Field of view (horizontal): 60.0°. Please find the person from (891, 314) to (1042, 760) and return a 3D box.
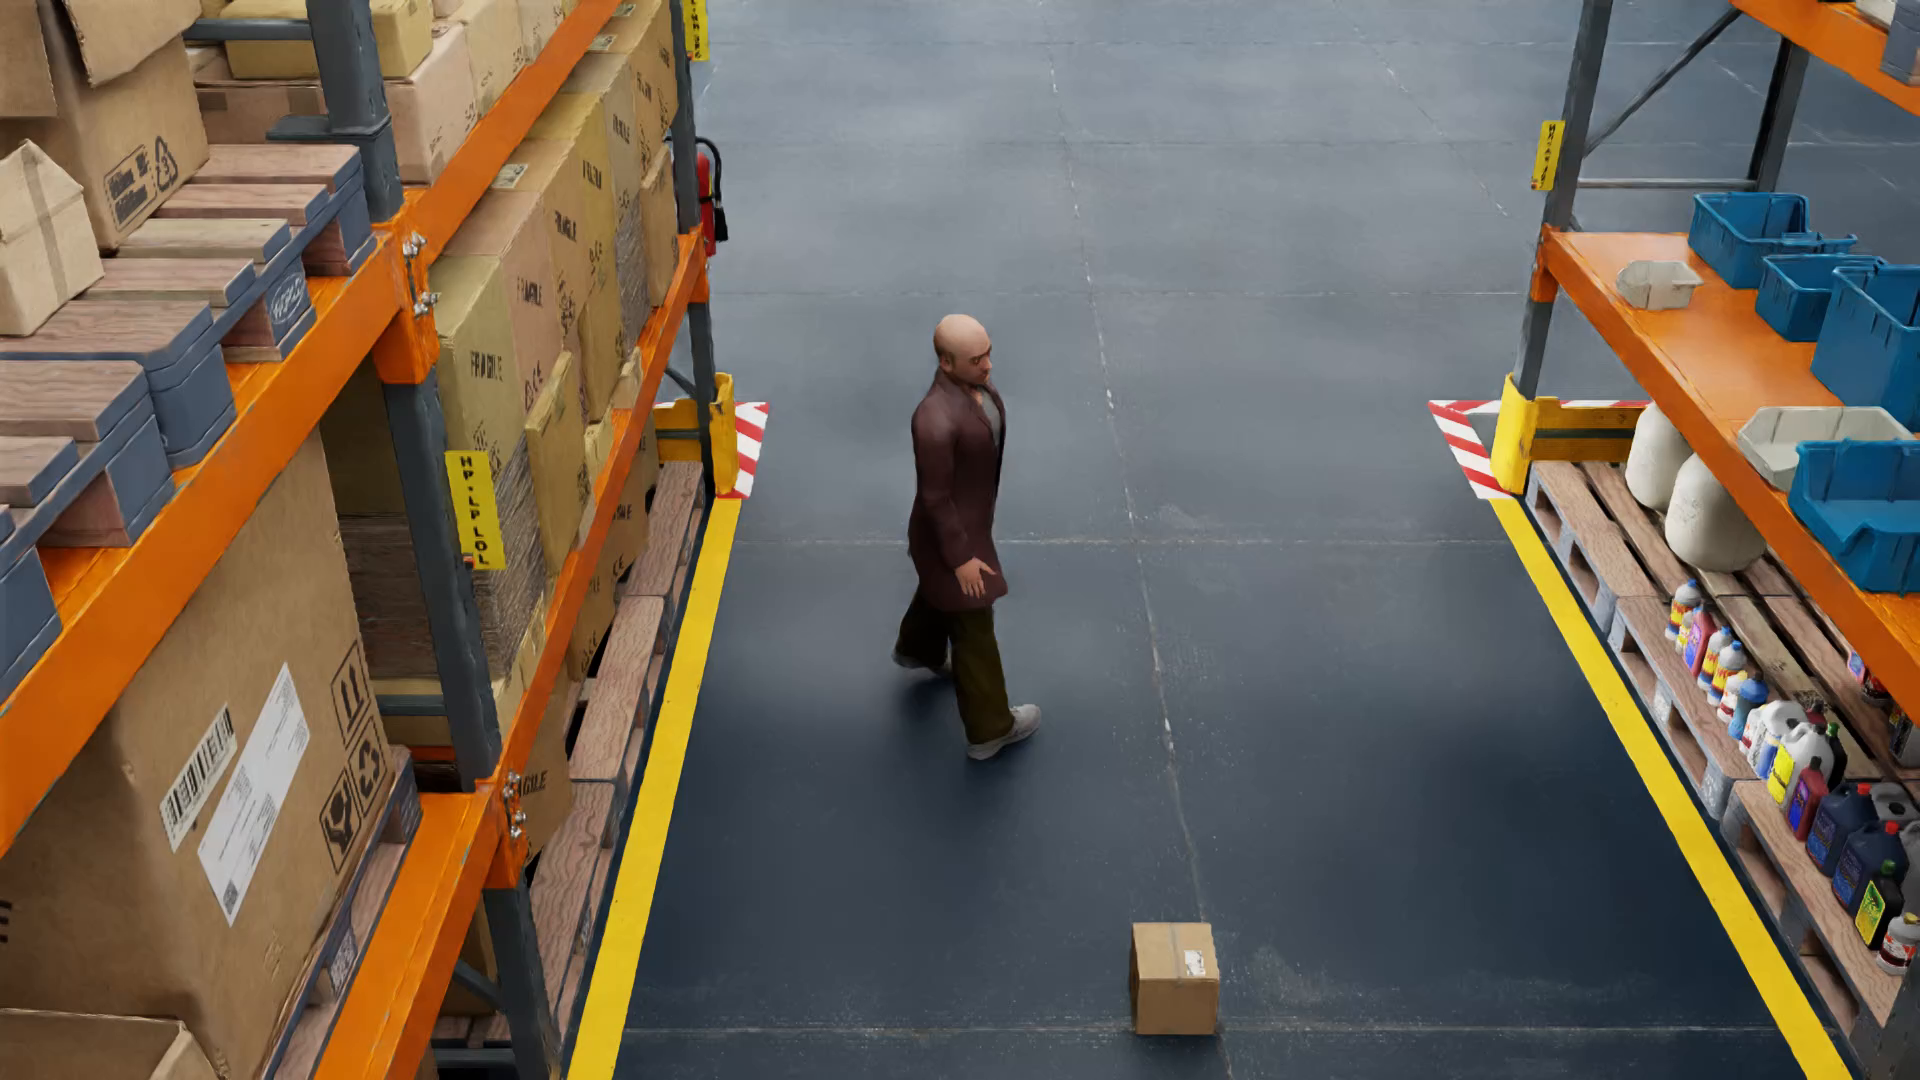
[{"bbox_3d":[0.002,-0.059,6.262,0.674,1.777,0.664,5,31,8],"label":"person"}]
